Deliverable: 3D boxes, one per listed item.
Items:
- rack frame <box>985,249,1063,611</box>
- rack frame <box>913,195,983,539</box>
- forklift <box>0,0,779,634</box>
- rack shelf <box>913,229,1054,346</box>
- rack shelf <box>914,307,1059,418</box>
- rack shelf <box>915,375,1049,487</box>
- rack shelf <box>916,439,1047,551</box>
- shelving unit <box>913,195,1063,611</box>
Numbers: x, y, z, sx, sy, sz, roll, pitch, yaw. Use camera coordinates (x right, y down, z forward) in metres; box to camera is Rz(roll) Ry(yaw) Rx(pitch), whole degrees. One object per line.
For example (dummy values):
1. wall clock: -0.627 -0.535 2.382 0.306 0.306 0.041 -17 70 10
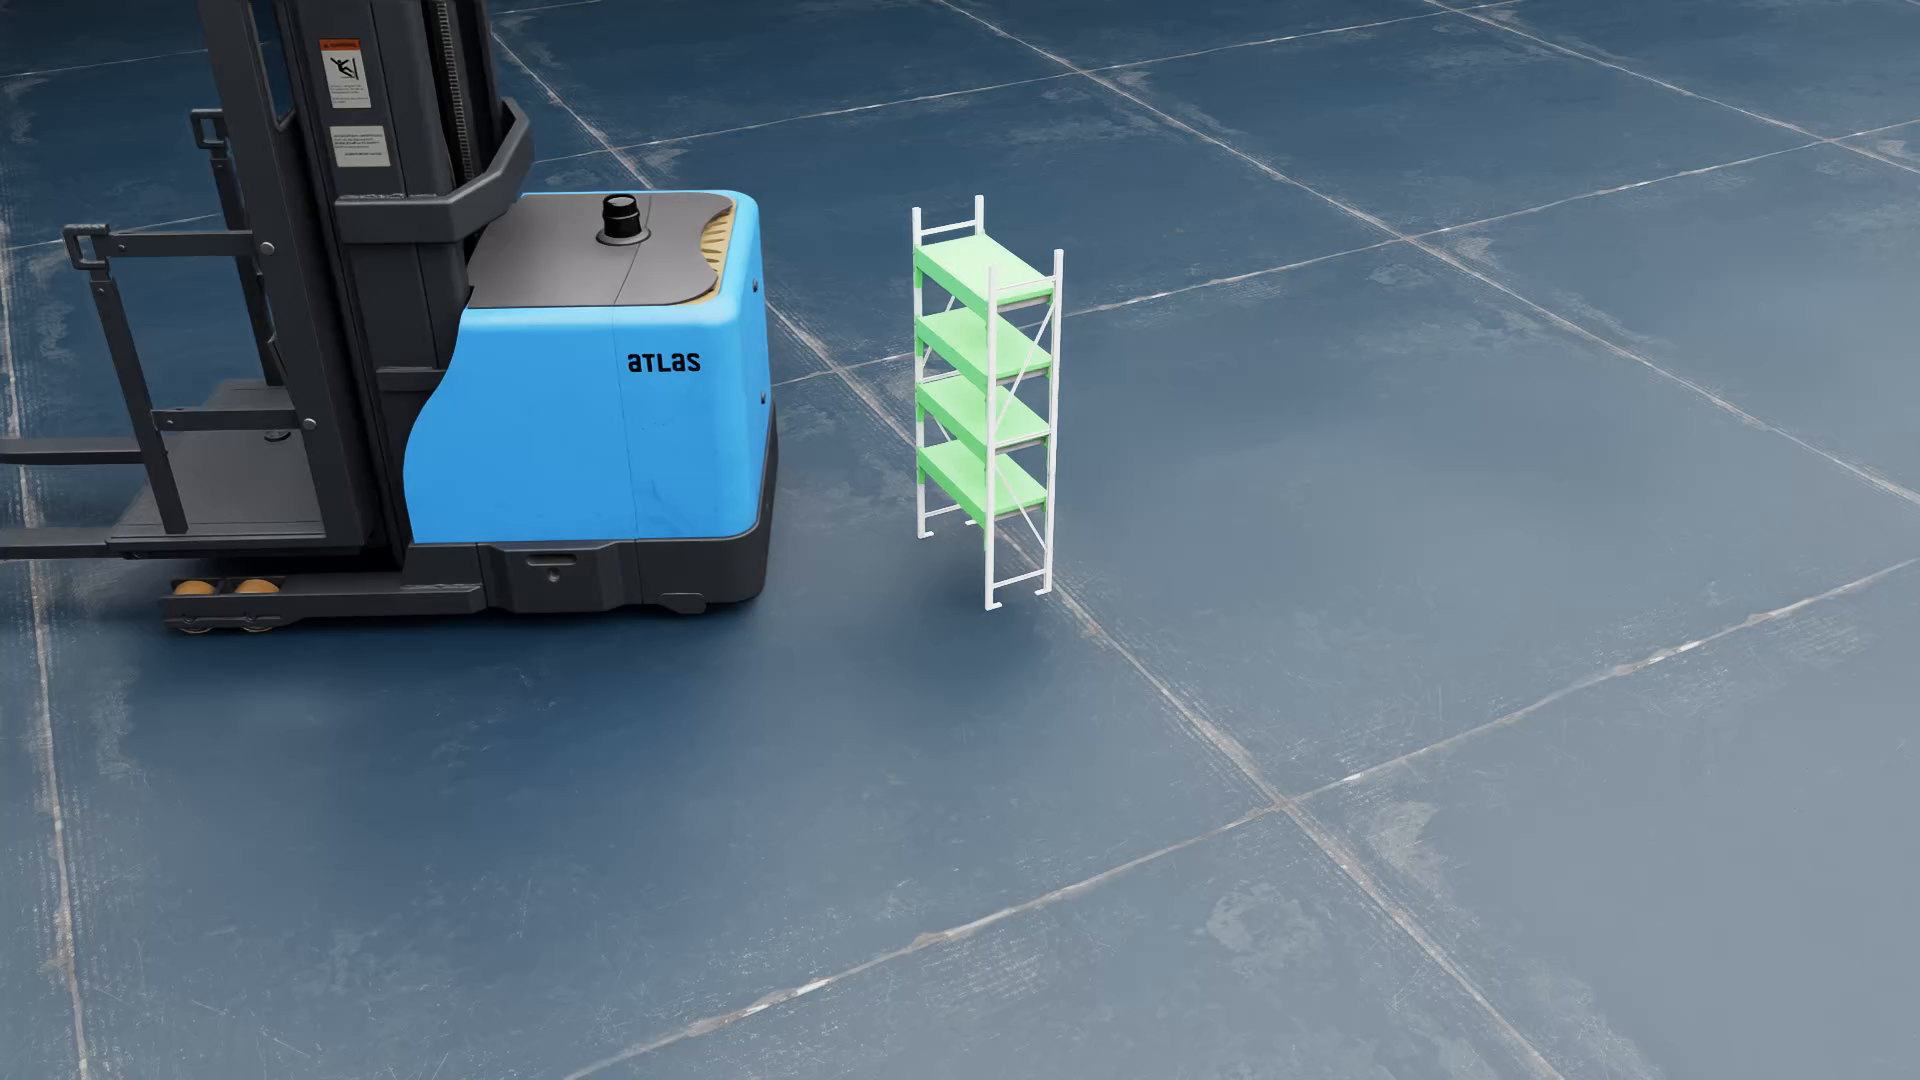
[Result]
1. rack frame: 0.191 -0.310 5.121 0.240 1.200 0.015 -16 36 -23
2. rack frame: -0.037 -0.543 5.485 0.240 1.200 0.015 -16 36 -23
3. forklift: -2.164 -1.229 4.951 3.031 2.935 1.130 -1 33 -2
4. rack shelf: 0.077 -0.777 5.079 0.258 0.148 0.480 -16 36 -23
5. rack shelf: 0.077 -0.574 5.208 0.258 0.148 0.480 -16 36 -23
6. rack shelf: 0.077 -0.372 5.337 0.258 0.148 0.480 -16 36 -23
7. rack shelf: 0.077 -0.170 5.467 0.258 0.148 0.480 -16 36 -23
8. shelving unit: 0.077 -0.426 5.303 0.258 1.200 0.503 -16 36 -23
